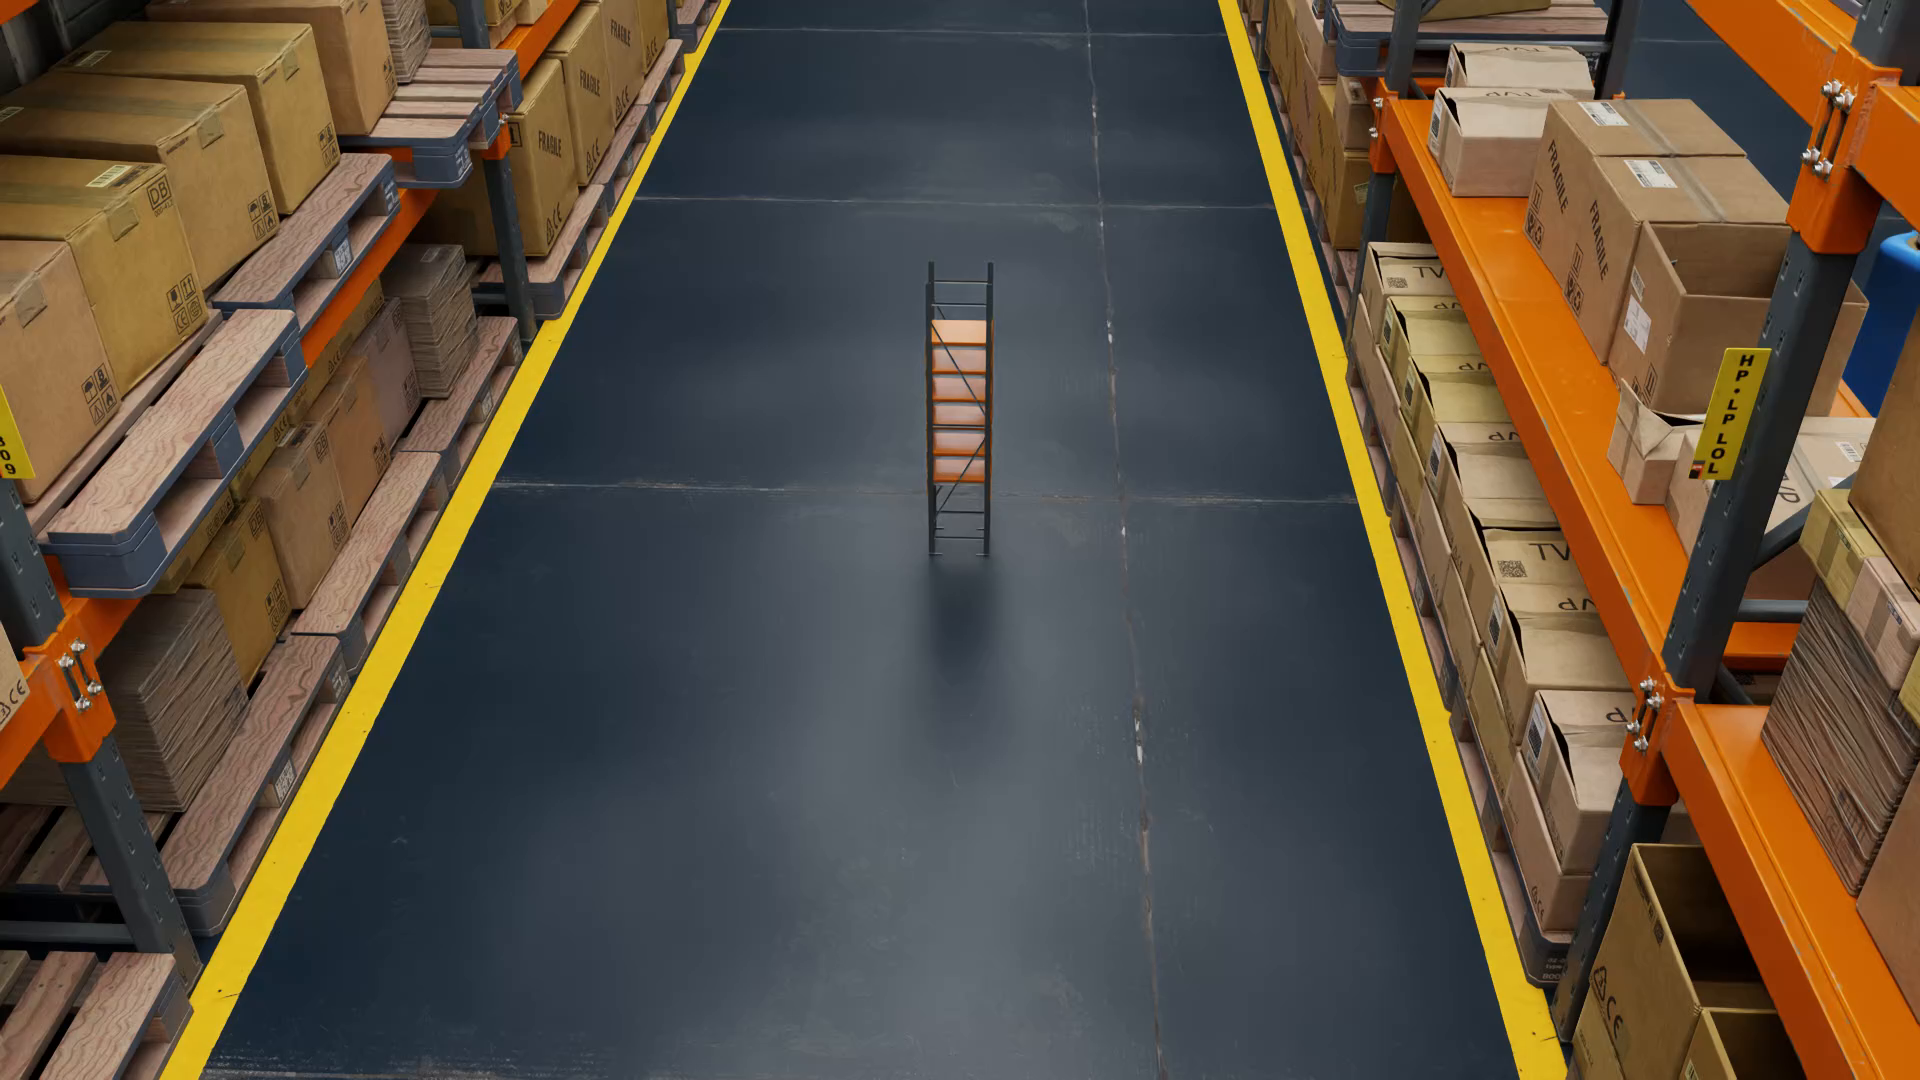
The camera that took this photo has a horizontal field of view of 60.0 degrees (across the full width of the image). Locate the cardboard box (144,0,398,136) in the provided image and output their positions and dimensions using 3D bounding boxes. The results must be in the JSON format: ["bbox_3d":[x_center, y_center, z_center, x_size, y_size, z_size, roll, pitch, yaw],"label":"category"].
[{"bbox_3d":[-2.591,-1.859,6.317,0.700,0.500,0.500,-2,35,-3],"label":"cardboard box"}]

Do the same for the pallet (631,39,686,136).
[{"bbox_3d":[-2.381,-2.943,10.753,1.003,0.211,1.213,1,35,2],"label":"pallet"}]

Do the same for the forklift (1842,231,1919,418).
[{"bbox_3d":[5.209,-1.545,6.399,3.031,2.935,1.130,-11,37,-16],"label":"forklift"}]

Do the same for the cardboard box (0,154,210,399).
[{"bbox_3d":[-2.663,-0.766,4.761,0.700,0.500,0.500,5,35,7],"label":"cardboard box"}]

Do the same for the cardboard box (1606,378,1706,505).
[{"bbox_3d":[2.055,-0.274,4.649,0.396,0.266,0.258,1,35,1],"label":"cardboard box"}]

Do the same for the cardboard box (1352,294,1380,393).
[{"bbox_3d":[2.049,-0.871,7.406,0.500,0.250,0.500,1,35,2],"label":"cardboard box"}]

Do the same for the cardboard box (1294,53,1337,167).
[{"bbox_3d":[2.202,-2.417,9.372,0.500,0.500,0.500,0,35,0],"label":"cardboard box"}]

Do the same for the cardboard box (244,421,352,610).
[{"bbox_3d":[-2.703,-0.103,6.079,0.700,0.500,0.500,2,35,2],"label":"cardboard box"}]

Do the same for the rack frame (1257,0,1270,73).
[{"bbox_3d":[2.524,-4.416,10.425,1.000,3.000,0.127,1,35,2],"label":"rack frame"}]

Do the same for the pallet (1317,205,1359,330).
[{"bbox_3d":[2.431,-1.405,8.566,1.003,0.211,1.213,1,35,2],"label":"pallet"}]

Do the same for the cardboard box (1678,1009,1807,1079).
[{"bbox_3d":[1.859,1.373,3.562,0.500,0.500,0.500,1,35,2],"label":"cardboard box"}]

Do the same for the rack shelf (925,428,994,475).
[{"bbox_3d":[-0.001,-0.348,6.488,0.258,0.103,0.180,1,35,2],"label":"rack shelf"}]

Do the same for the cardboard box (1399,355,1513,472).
[{"bbox_3d":[2.014,-0.505,6.399,0.500,0.311,0.500,0,35,1],"label":"cardboard box"}]

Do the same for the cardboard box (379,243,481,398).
[{"bbox_3d":[-2.563,-0.973,7.317,0.700,0.500,0.500,2,35,3],"label":"cardboard box"}]

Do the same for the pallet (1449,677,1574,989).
[{"bbox_3d":[2.193,0.897,5.290,1.003,0.211,1.213,1,35,2],"label":"pallet"}]

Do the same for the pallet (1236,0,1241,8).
[{"bbox_3d":[2.599,-4.373,12.788,1.003,0.211,1.213,1,35,2],"label":"pallet"}]

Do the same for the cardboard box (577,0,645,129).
[{"bbox_3d":[-2.355,-2.934,9.820,0.750,0.750,0.750,2,35,3],"label":"cardboard box"}]

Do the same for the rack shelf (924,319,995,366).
[{"bbox_3d":[-0.001,-0.741,6.212,0.258,0.103,0.180,1,35,2],"label":"rack shelf"}]

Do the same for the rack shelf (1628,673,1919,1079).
[{"bbox_3d":[2.122,1.623,2.457,1.077,0.370,4.000,1,35,2],"label":"rack shelf"}]

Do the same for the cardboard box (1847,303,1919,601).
[{"bbox_3d":[2.191,-0.137,3.120,0.700,0.500,0.500,1,35,2],"label":"cardboard box"}]

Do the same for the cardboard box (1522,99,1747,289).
[{"bbox_3d":[2.312,-1.195,5.754,0.500,0.500,0.500,0,35,-1],"label":"cardboard box"}]

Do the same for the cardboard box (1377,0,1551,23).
[{"bbox_3d":[2.276,-2.695,7.524,0.700,0.500,0.500,-10,36,-14],"label":"cardboard box"}]

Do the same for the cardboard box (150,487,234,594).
[{"bbox_3d":[-2.720,-0.073,5.384,0.500,0.250,0.500,1,35,1],"label":"cardboard box"}]

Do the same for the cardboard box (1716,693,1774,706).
[{"bbox_3d":[2.468,0.672,4.723,0.500,0.311,0.500,1,35,2],"label":"cardboard box"}]

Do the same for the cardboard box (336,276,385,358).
[{"bbox_3d":[-2.649,-0.954,6.637,0.500,0.250,0.500,2,35,3],"label":"cardboard box"}]

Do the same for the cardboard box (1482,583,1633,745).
[{"bbox_3d":[1.947,0.365,5.160,0.500,0.311,0.500,2,35,3],"label":"cardboard box"}]

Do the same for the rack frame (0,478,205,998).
[{"bbox_3d":[-2.747,0.068,4.045,1.000,3.000,0.127,1,35,2],"label":"rack frame"}]

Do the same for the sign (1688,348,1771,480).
[{"bbox_3d":[1.660,-0.268,3.585,0.100,0.325,0.005,1,35,2],"label":"sign"}]

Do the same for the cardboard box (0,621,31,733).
[{"bbox_3d":[-2.463,0.400,3.685,0.500,0.250,0.500,1,35,2],"label":"cardboard box"}]

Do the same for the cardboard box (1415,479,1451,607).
[{"bbox_3d":[1.994,0.011,6.151,0.500,0.250,0.500,2,35,3],"label":"cardboard box"}]

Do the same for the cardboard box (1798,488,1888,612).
[{"bbox_3d":[1.998,0.024,3.457,0.380,0.149,0.250,1,35,2],"label":"cardboard box"}]

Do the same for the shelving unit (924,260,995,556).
[{"bbox_3d":[-0.001,-0.483,6.393,0.258,1.200,0.189,1,35,2],"label":"shelving unit"}]

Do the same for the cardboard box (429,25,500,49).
[{"bbox_3d":[-2.342,-2.320,7.643,0.380,0.149,0.250,1,35,1],"label":"cardboard box"}]

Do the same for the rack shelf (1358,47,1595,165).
[{"bbox_3d":[2.444,-2.973,8.997,1.077,0.370,4.000,1,35,2],"label":"rack shelf"}]

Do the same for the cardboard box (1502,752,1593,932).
[{"bbox_3d":[1.930,0.888,4.904,0.500,0.250,0.500,1,35,1],"label":"cardboard box"}]

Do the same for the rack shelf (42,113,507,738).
[{"bbox_3d":[-2.667,-0.787,5.887,1.077,0.370,4.000,1,35,2],"label":"rack shelf"}]

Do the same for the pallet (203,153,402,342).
[{"bbox_3d":[-2.625,-1.014,5.750,1.003,0.211,1.213,1,35,2],"label":"pallet"}]

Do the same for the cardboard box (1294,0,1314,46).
[{"bbox_3d":[2.221,-3.034,9.597,0.500,0.250,0.500,1,35,2],"label":"cardboard box"}]

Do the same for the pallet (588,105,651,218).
[{"bbox_3d":[-2.428,-2.240,9.753,1.003,0.211,1.213,1,35,2],"label":"pallet"}]

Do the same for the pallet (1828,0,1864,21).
[{"bbox_3d":[2.225,-1.476,3.799,0.805,0.209,1.217,0,35,0],"label":"pallet"}]

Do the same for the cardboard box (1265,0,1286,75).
[{"bbox_3d":[2.261,-3.301,10.630,0.500,0.500,0.500,0,35,0],"label":"cardboard box"}]
